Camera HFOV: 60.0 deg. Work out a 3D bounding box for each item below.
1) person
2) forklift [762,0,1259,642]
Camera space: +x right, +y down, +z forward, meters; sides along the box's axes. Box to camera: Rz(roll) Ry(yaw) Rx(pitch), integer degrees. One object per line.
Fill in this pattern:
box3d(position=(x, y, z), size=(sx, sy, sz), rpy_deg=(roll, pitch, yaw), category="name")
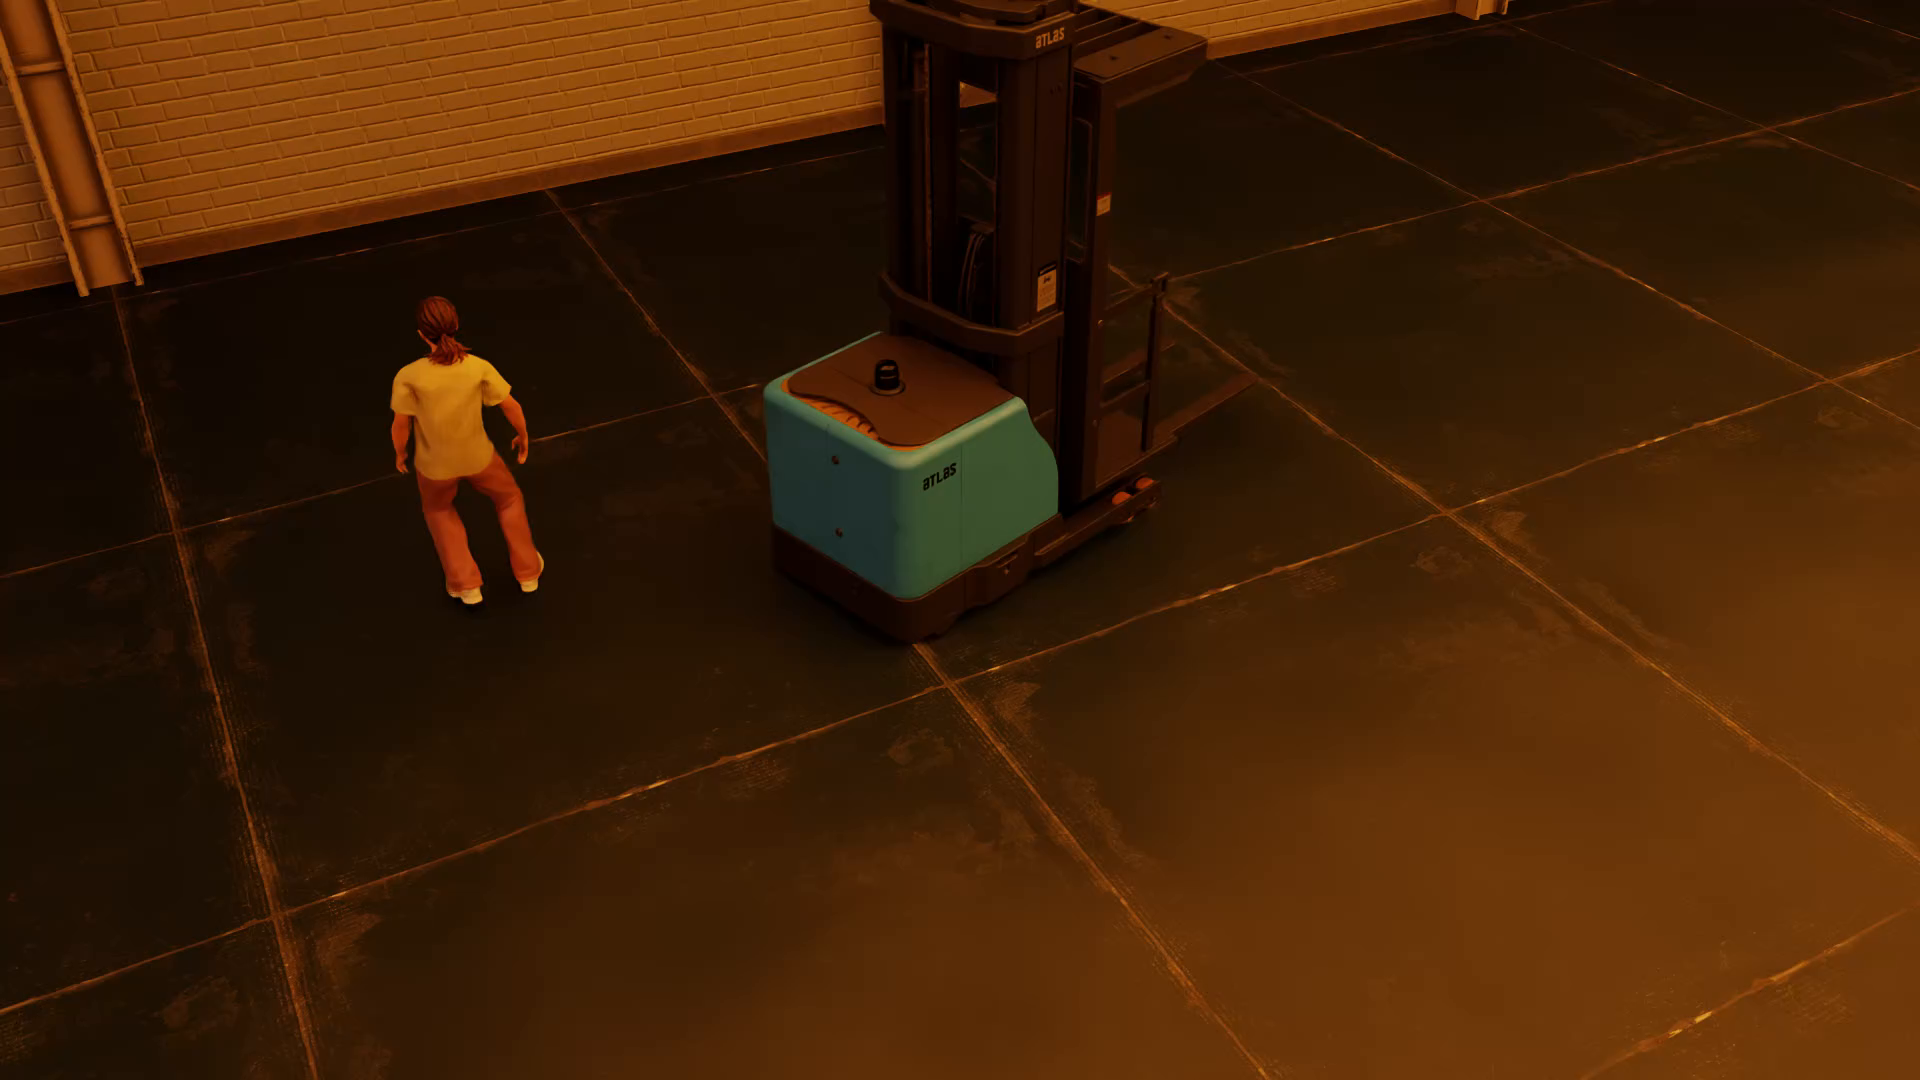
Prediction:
box3d(position=(-2.339, -0.405, 7.838), size=(0.614, 1.613, 0.396), rpy_deg=(-14, 38, -19), category="person")
box3d(position=(0.438, -1.469, 8.202), size=(1.130, 2.935, 3.031), rpy_deg=(29, 45, 35), category="forklift")
